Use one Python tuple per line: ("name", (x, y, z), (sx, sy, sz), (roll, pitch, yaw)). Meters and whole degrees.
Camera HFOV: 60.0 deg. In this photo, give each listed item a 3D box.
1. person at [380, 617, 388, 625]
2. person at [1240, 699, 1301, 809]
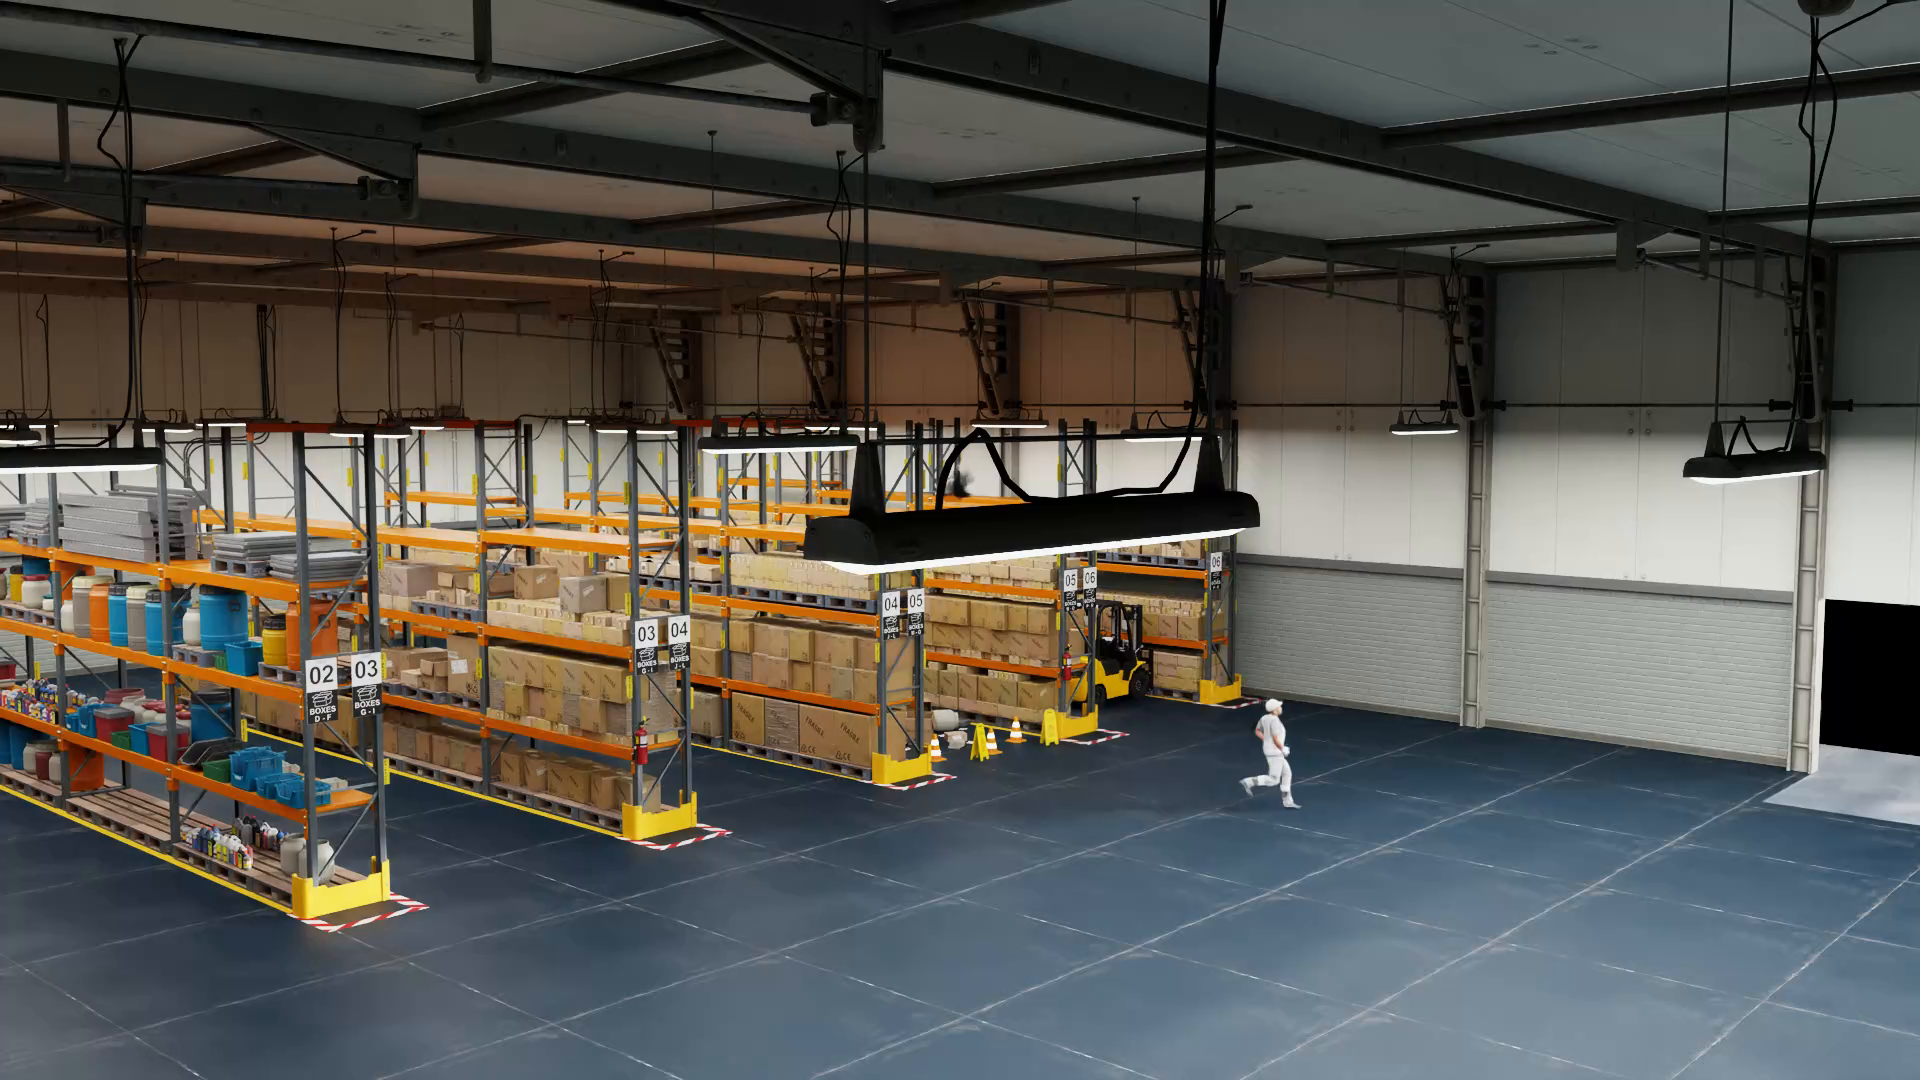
("person", (-13.757, 2.312, 39.741), (0.676, 1.681, 0.671), (-4, 6, -39))
("person", (4.866, 3.356, 25.982), (0.995, 1.761, 0.641), (0, 5, -2))
